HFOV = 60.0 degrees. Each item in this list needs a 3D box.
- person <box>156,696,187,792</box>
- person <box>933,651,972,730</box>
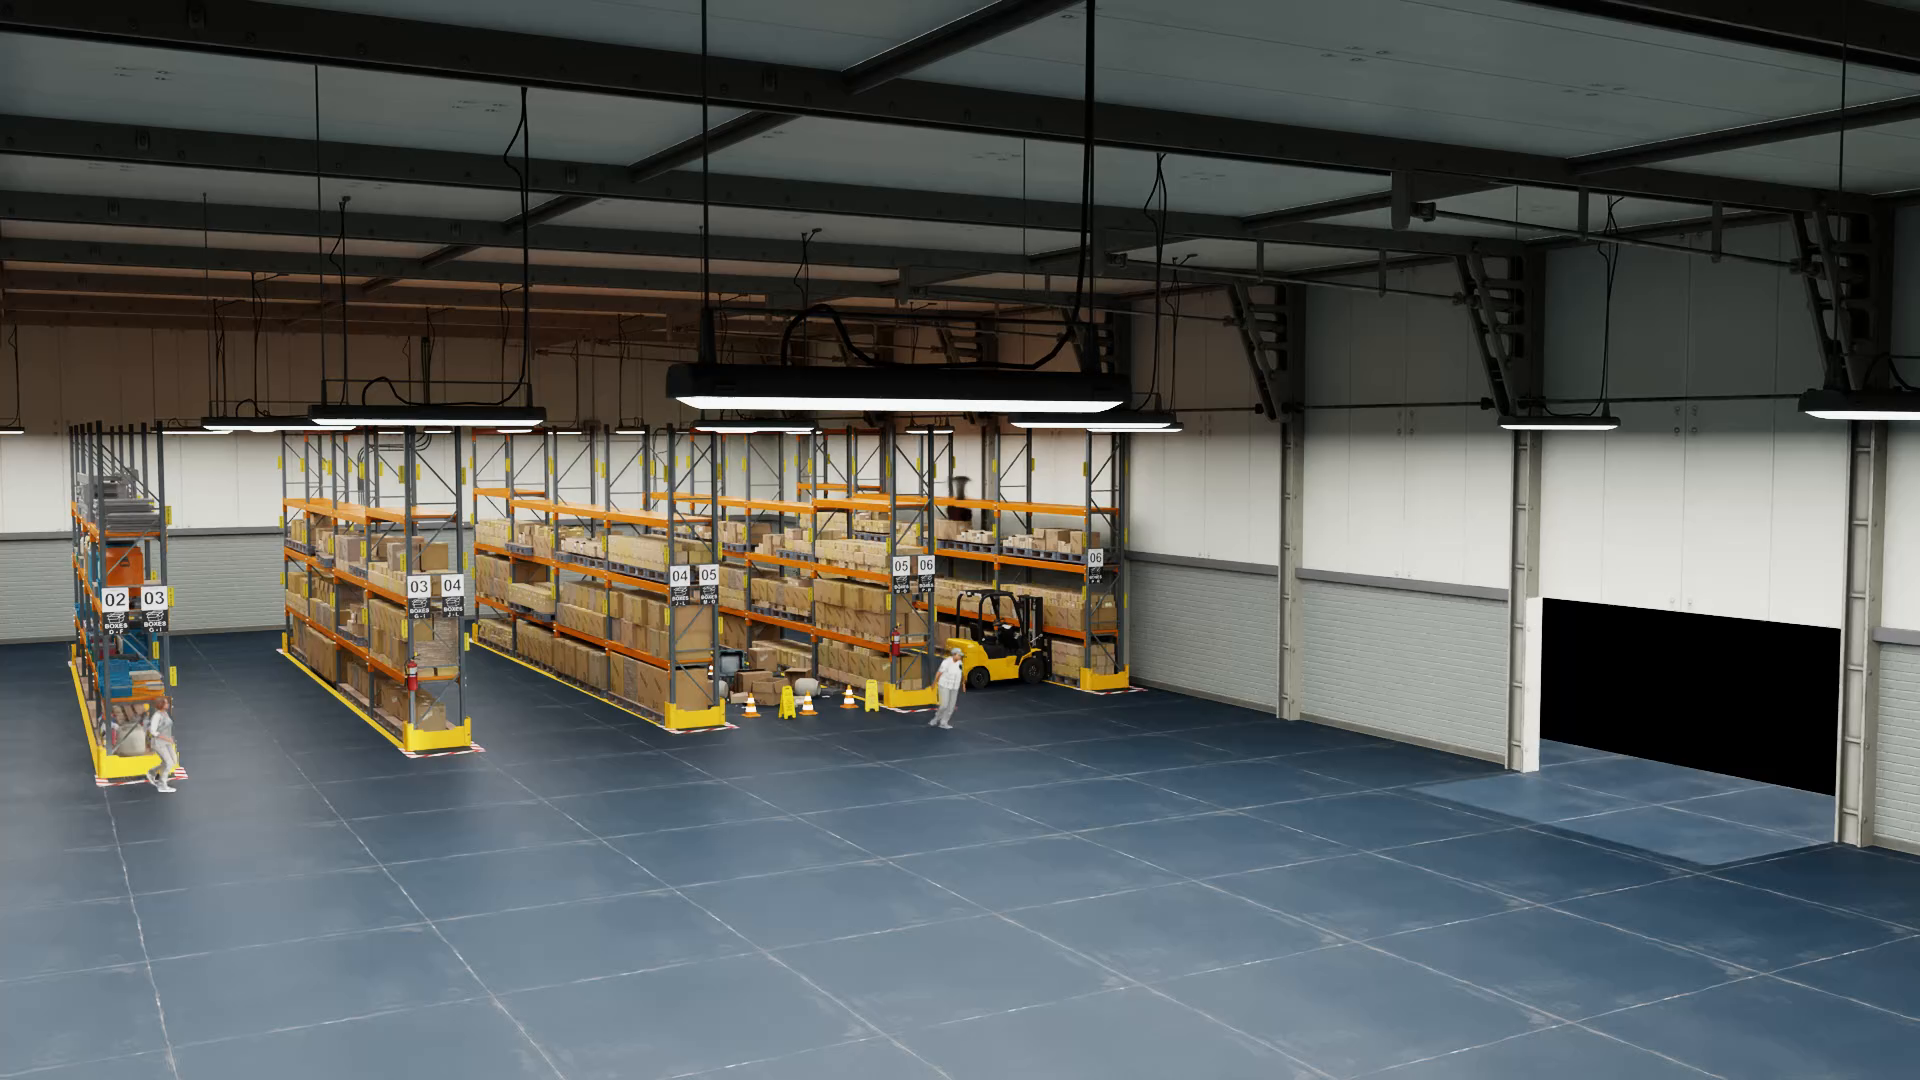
[{"bbox_3d":[-12.689,3.286,26.738,0.522,1.561,0.548,0,4,-6],"label":"person"},{"bbox_3d":[-0.109,2.939,32.520,0.651,1.573,0.702,-2,4,-34],"label":"person"}]
